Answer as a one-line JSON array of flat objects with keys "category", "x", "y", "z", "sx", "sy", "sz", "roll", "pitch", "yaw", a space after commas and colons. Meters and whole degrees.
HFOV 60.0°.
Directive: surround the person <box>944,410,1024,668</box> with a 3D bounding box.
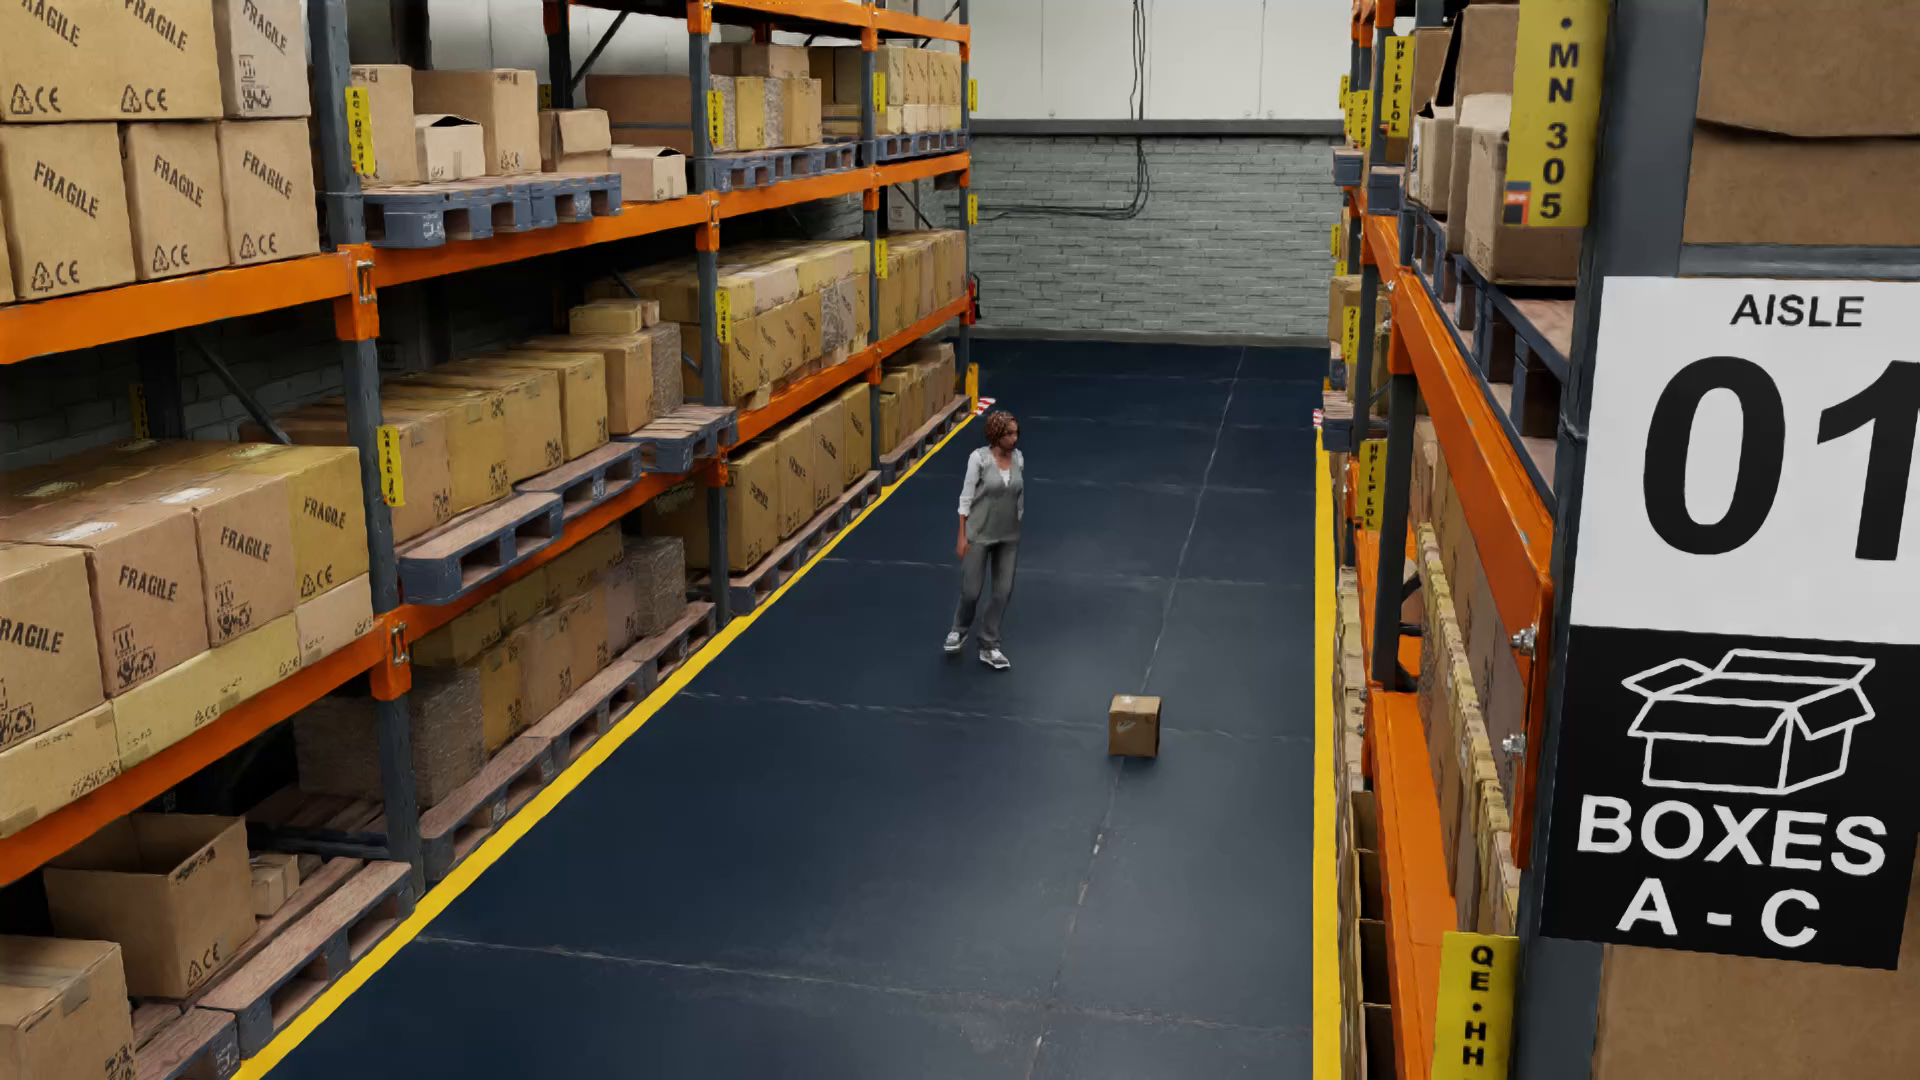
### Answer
[{"category": "person", "x": 0.152, "y": -0.024, "z": 10.126, "sx": 0.471, "sy": 1.587, "sz": 0.499, "roll": -7, "pitch": 16, "yaw": -24}]
